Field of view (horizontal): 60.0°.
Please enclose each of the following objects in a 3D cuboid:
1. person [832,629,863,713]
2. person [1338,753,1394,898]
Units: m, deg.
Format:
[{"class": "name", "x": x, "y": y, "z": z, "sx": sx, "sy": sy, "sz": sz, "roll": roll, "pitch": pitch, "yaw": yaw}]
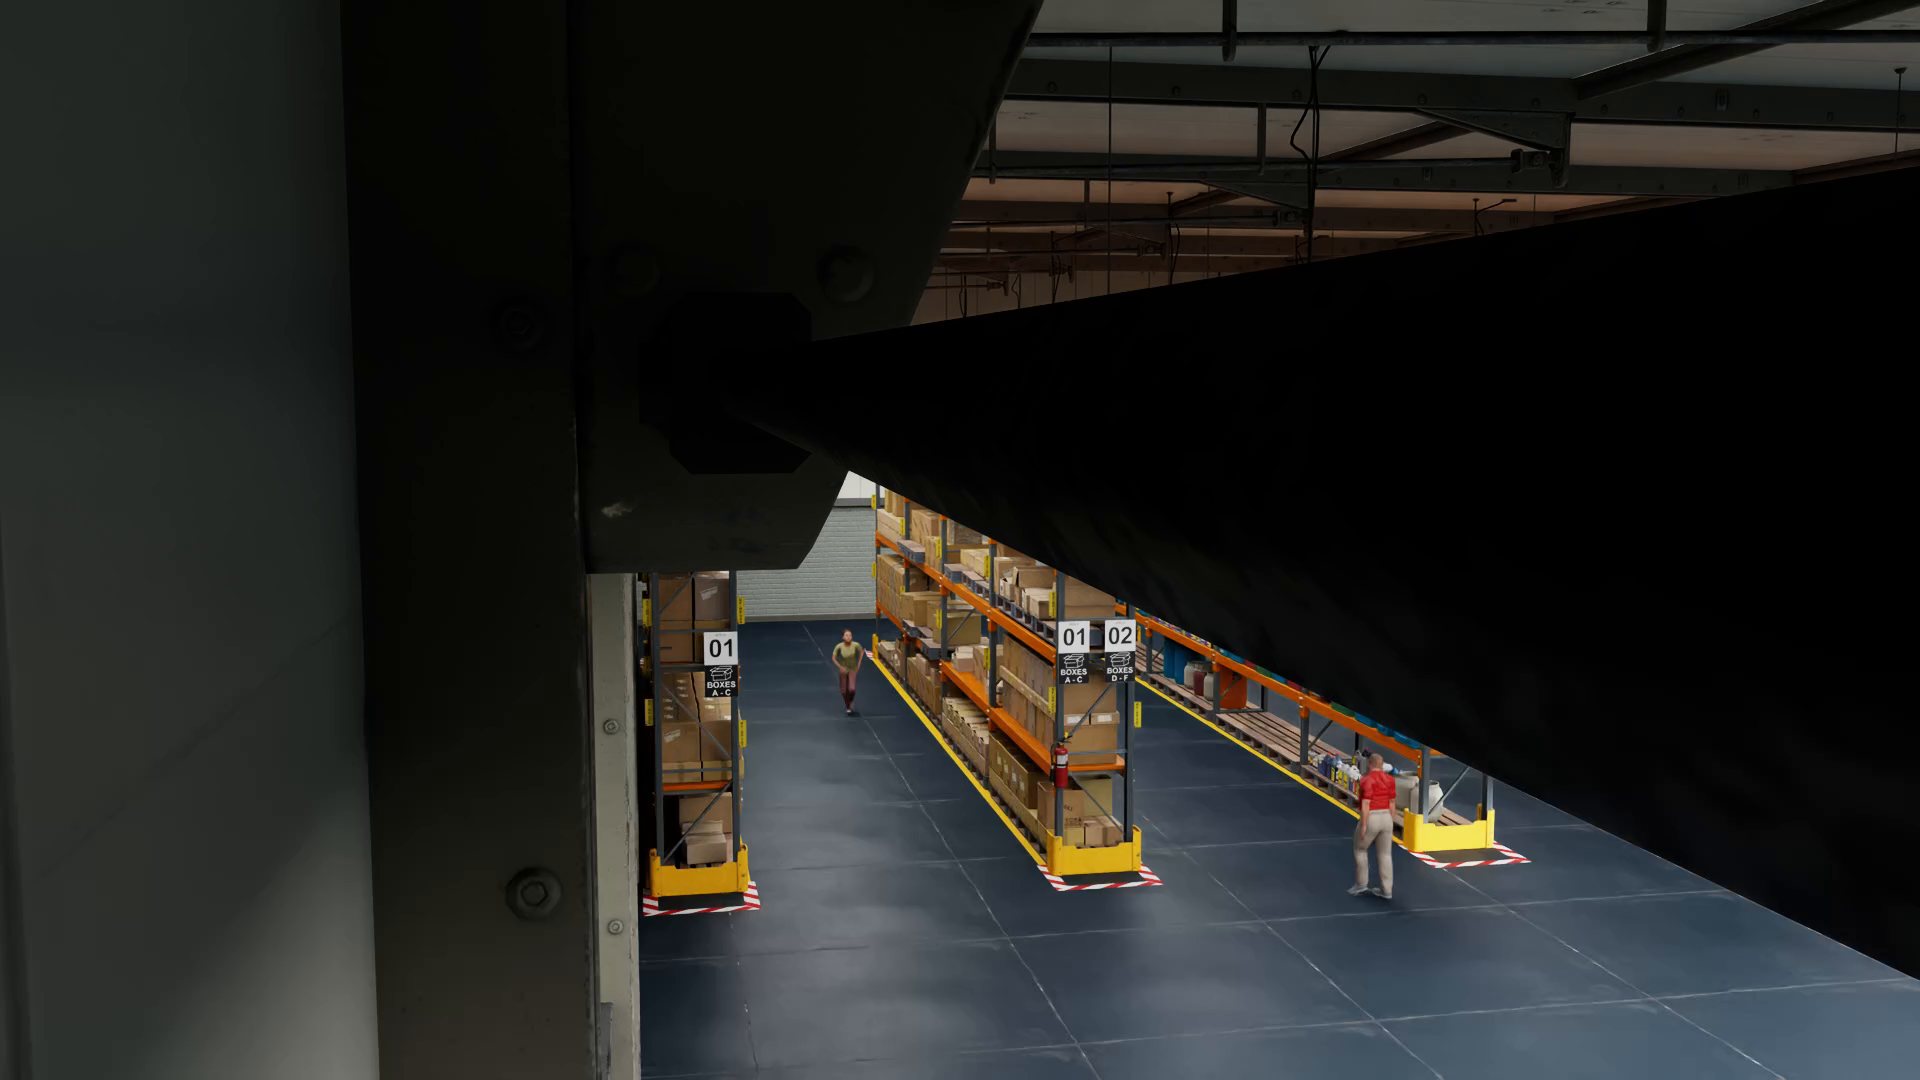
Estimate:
[{"class": "person", "x": -2.061, "y": 2.402, "z": 30.478, "sx": 0.535, "sy": 1.587, "sz": 0.793, "roll": 0, "pitch": 6, "yaw": 1}, {"class": "person", "x": 4.990, "y": 3.436, "z": 20.086, "sx": 0.557, "sy": 1.740, "sz": 0.782, "roll": -2, "pitch": 6, "yaw": -17}]
